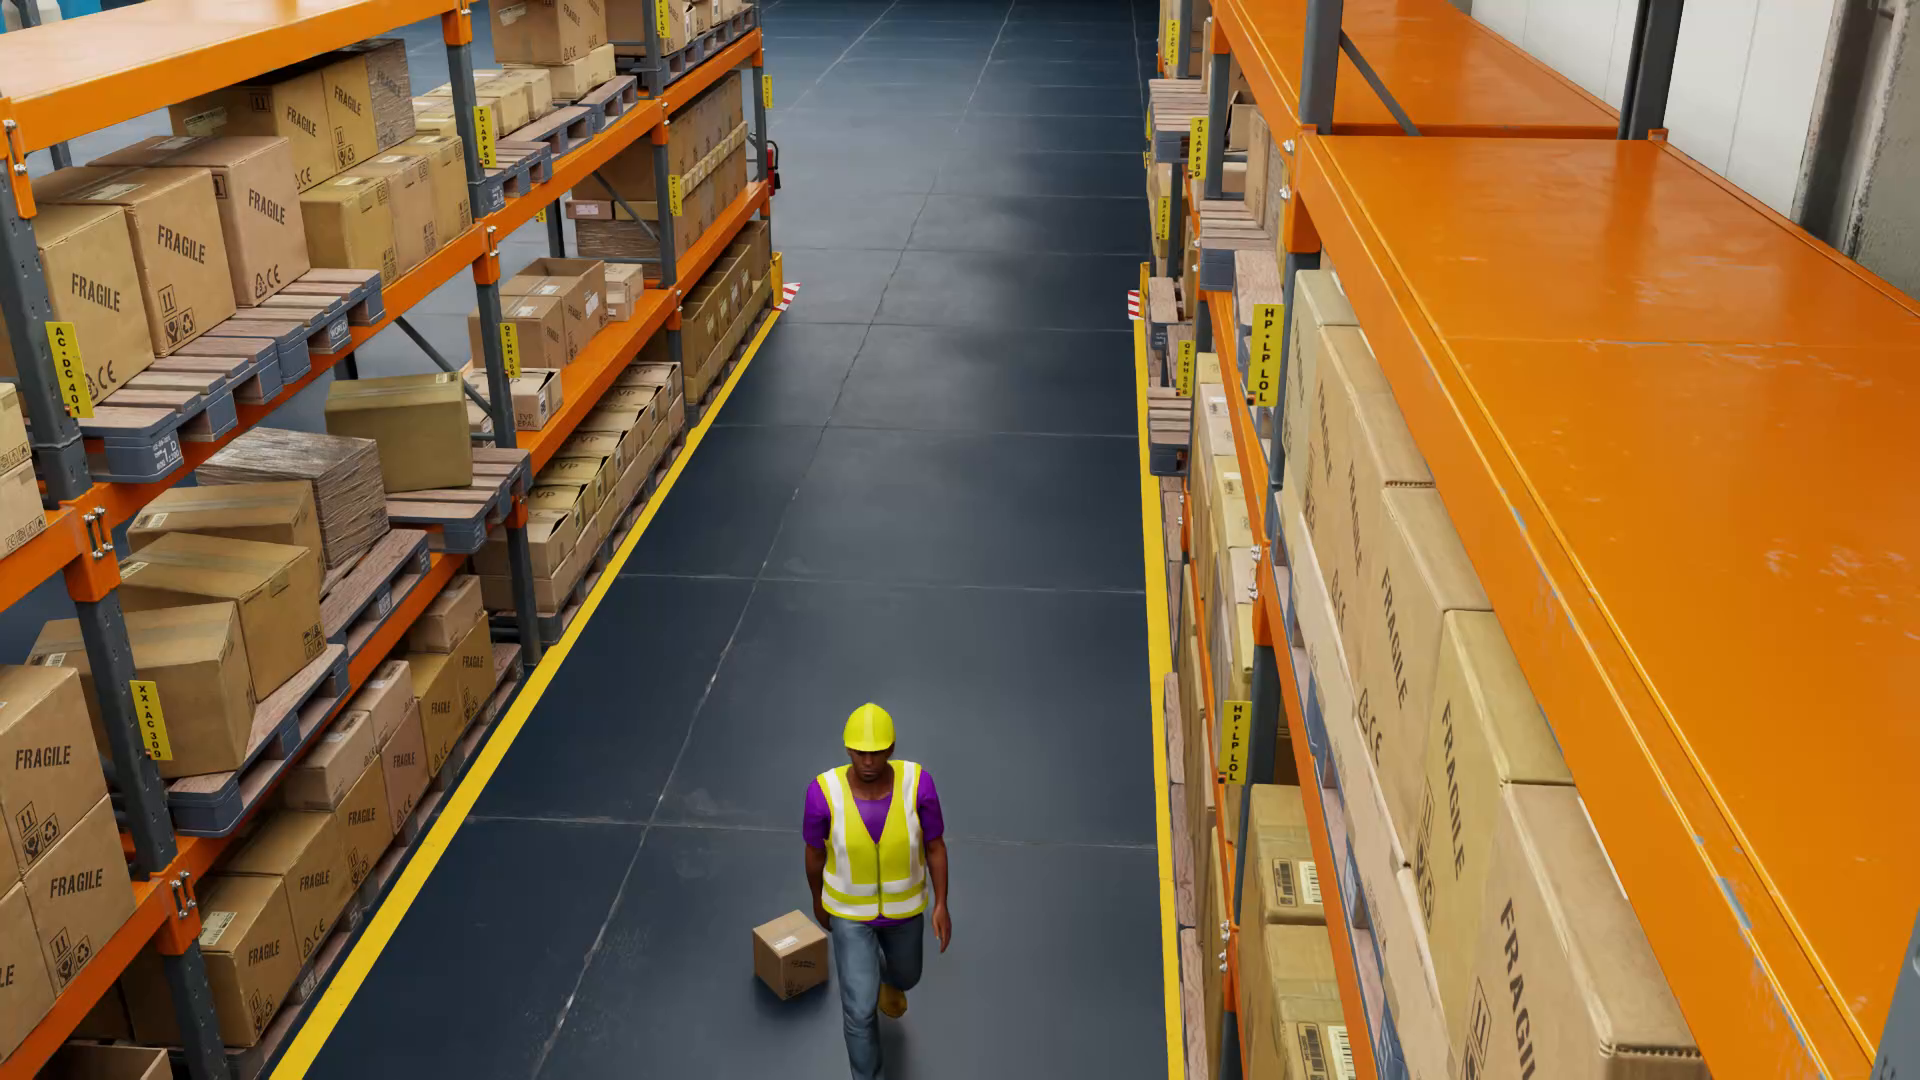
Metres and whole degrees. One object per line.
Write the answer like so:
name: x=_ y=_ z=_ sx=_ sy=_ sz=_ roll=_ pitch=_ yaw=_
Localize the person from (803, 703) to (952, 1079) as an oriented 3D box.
person: x=-0.333 y=1.459 z=6.750 sx=0.566 sy=1.730 sz=0.951 roll=-5 pitch=25 yaw=-11
